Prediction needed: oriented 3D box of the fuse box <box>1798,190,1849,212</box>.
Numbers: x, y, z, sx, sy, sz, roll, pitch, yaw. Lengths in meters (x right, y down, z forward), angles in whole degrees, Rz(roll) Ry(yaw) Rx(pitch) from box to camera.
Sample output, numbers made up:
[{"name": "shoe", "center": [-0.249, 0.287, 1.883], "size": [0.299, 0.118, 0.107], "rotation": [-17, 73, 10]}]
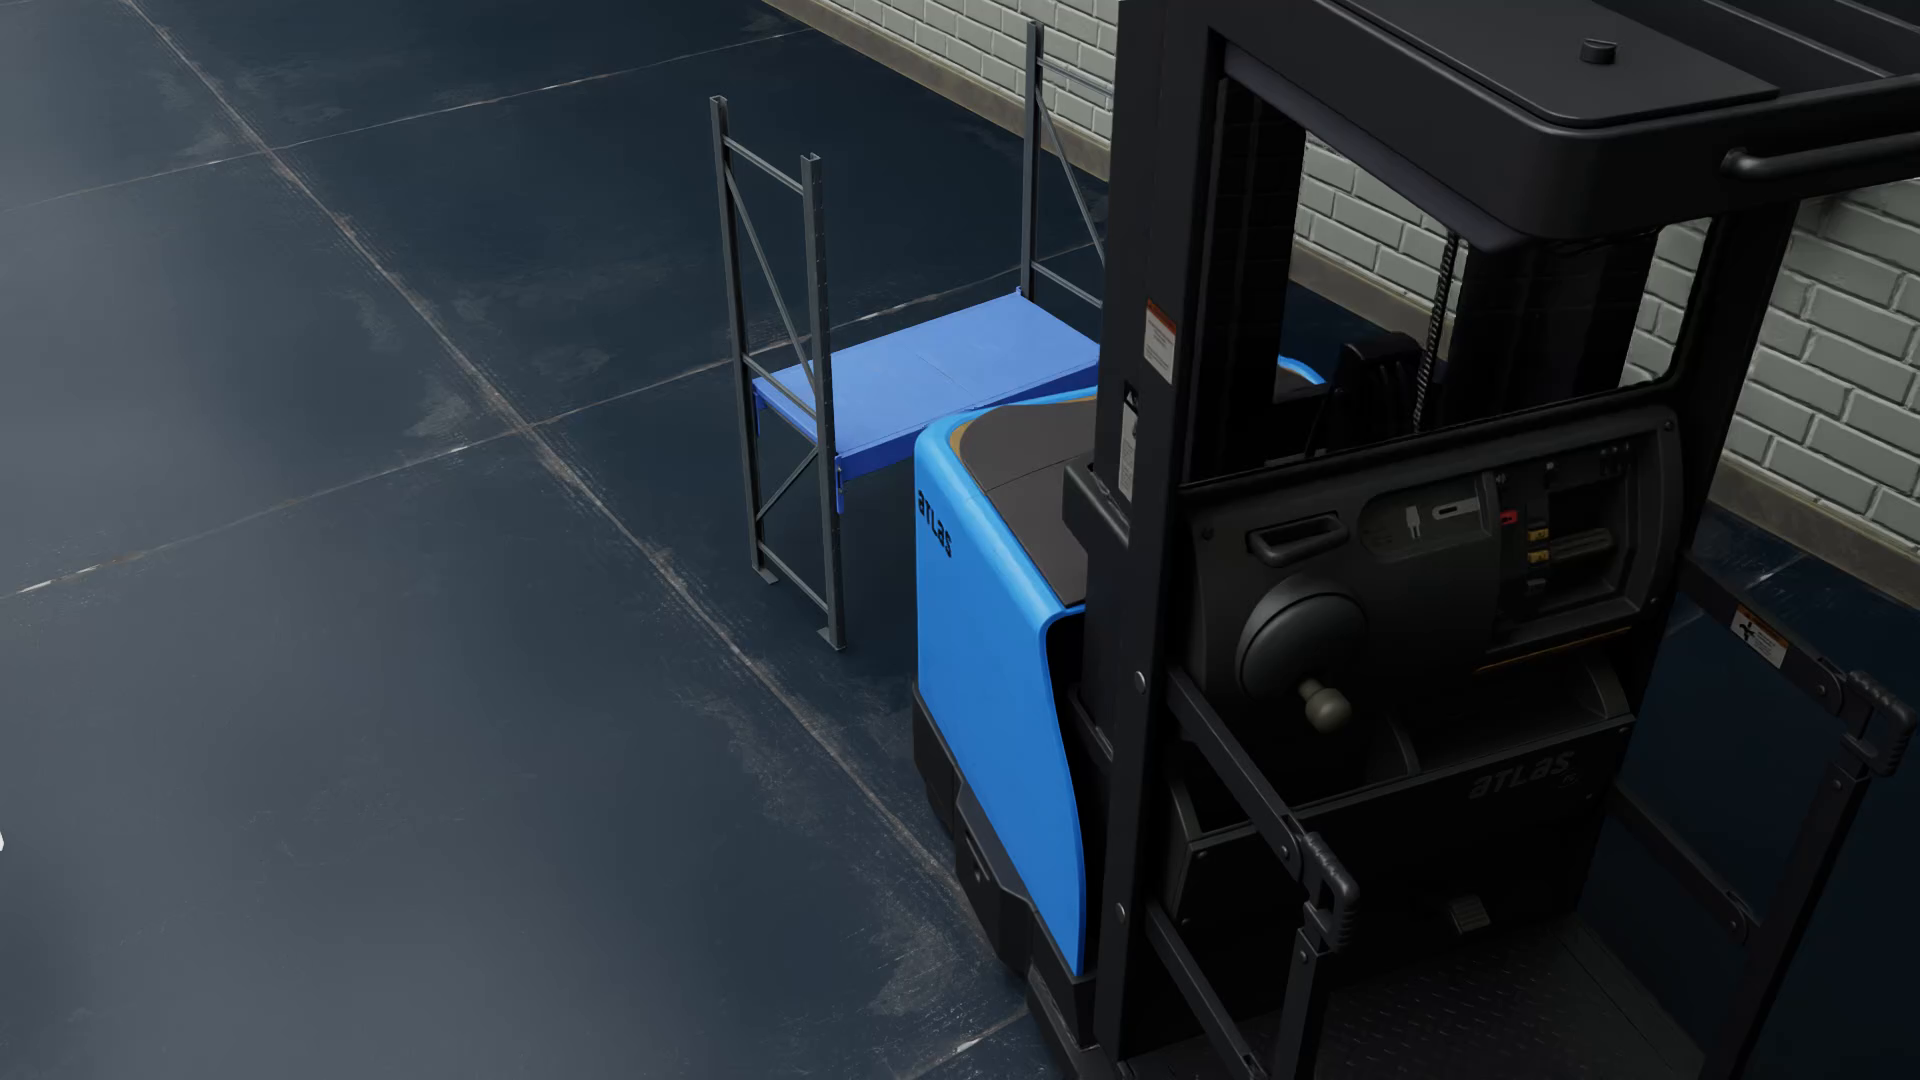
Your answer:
[{"name": "fuse box", "center": [2.230, -0.823, 4.928], "size": [0.414, 1.711, 0.539], "rotation": [-22, 41, -28]}]

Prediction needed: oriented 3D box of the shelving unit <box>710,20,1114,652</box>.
[{"name": "shelving unit", "center": [-0.070, -0.580, 4.772], "size": [1.048, 1.500, 0.538], "rotation": [-22, 41, -28]}]

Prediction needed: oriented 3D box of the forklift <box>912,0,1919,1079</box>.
[{"name": "forklift", "center": [0.880, 0.112, 2.584], "size": [1.130, 2.935, 3.031], "rotation": [-13, 38, -17]}]

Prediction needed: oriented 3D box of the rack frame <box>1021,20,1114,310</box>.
[{"name": "rack frame", "center": [0.346, -0.751, 5.010], "size": [0.032, 1.500, 0.500], "rotation": [-22, 41, -28]}]

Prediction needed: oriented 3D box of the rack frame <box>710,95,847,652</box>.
[{"name": "rack frame", "center": [-0.485, -0.409, 4.534], "size": [0.032, 1.500, 0.500], "rotation": [-22, 41, -28]}]

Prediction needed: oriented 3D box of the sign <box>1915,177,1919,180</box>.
[{"name": "sign", "center": [2.684, -1.141, 4.349], "size": [0.001, 0.494, 0.329], "rotation": [-22, 41, -28]}]

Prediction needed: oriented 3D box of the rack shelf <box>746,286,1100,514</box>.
[{"name": "rack shelf", "center": [-0.070, -0.434, 4.877], "size": [1.000, 0.185, 0.538], "rotation": [-22, 41, -28]}]
